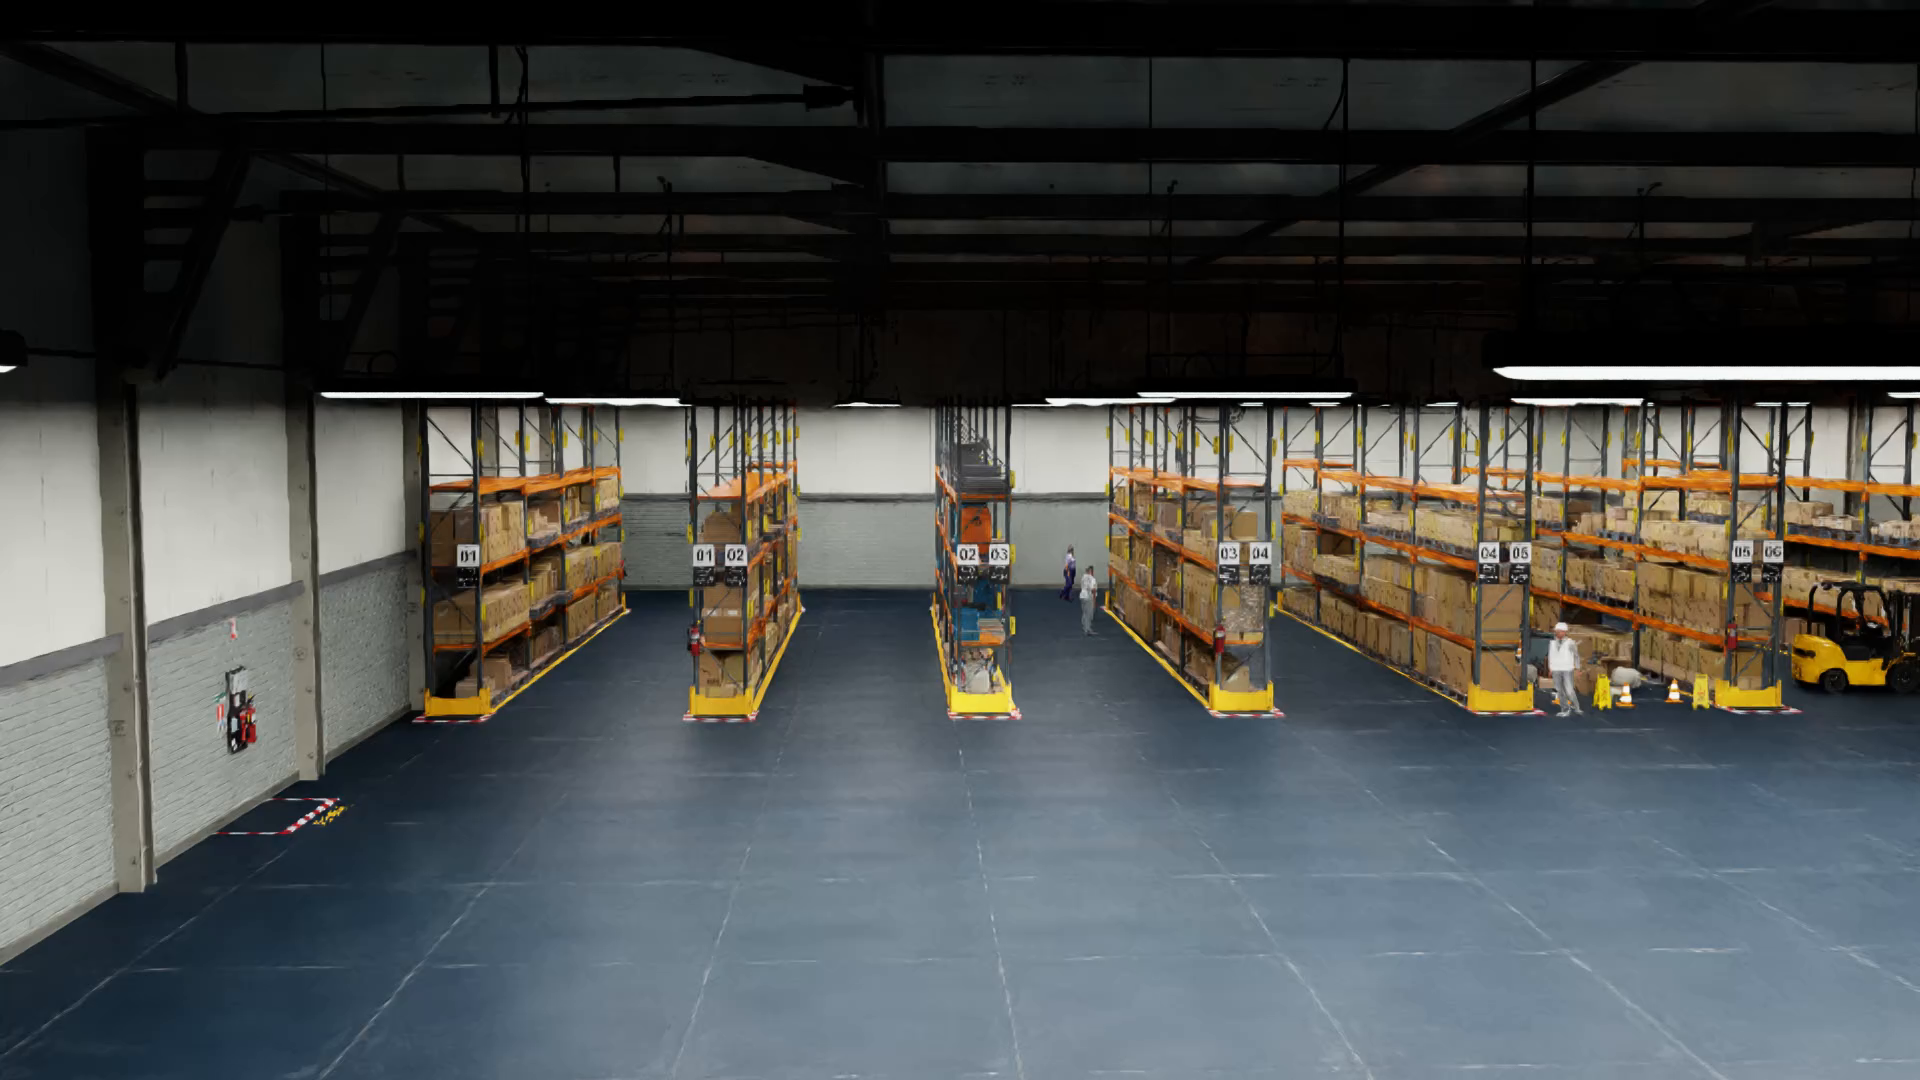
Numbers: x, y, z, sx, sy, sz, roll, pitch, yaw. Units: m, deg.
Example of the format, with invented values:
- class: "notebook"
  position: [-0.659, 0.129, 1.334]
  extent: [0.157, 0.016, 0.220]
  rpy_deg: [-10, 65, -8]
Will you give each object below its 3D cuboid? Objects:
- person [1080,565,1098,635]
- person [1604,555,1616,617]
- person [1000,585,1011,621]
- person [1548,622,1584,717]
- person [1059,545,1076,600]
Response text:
- class: "person"
  position: [3.308, 1.510, 42.196]
  extent: [0.492, 1.767, 0.626]
  rpy_deg: [-3, 5, -30]
- class: "person"
  position: [17.762, 1.253, 45.956]
  extent: [0.577, 1.691, 1.121]
  rpy_deg: [0, 4, 0]
- class: "person"
  position: [1.098, 1.368, 44.744]
  extent: [0.435, 1.671, 0.492]
  rpy_deg: [-2, 5, -29]
- class: "person"
  position: [11.266, 2.408, 30.912]
  extent: [0.461, 1.761, 0.663]
  rpy_deg: [-4, 6, -44]
- class: "person"
  position: [3.221, 0.979, 49.783]
  extent: [0.466, 1.641, 0.656]
  rpy_deg: [2, 5, 25]
